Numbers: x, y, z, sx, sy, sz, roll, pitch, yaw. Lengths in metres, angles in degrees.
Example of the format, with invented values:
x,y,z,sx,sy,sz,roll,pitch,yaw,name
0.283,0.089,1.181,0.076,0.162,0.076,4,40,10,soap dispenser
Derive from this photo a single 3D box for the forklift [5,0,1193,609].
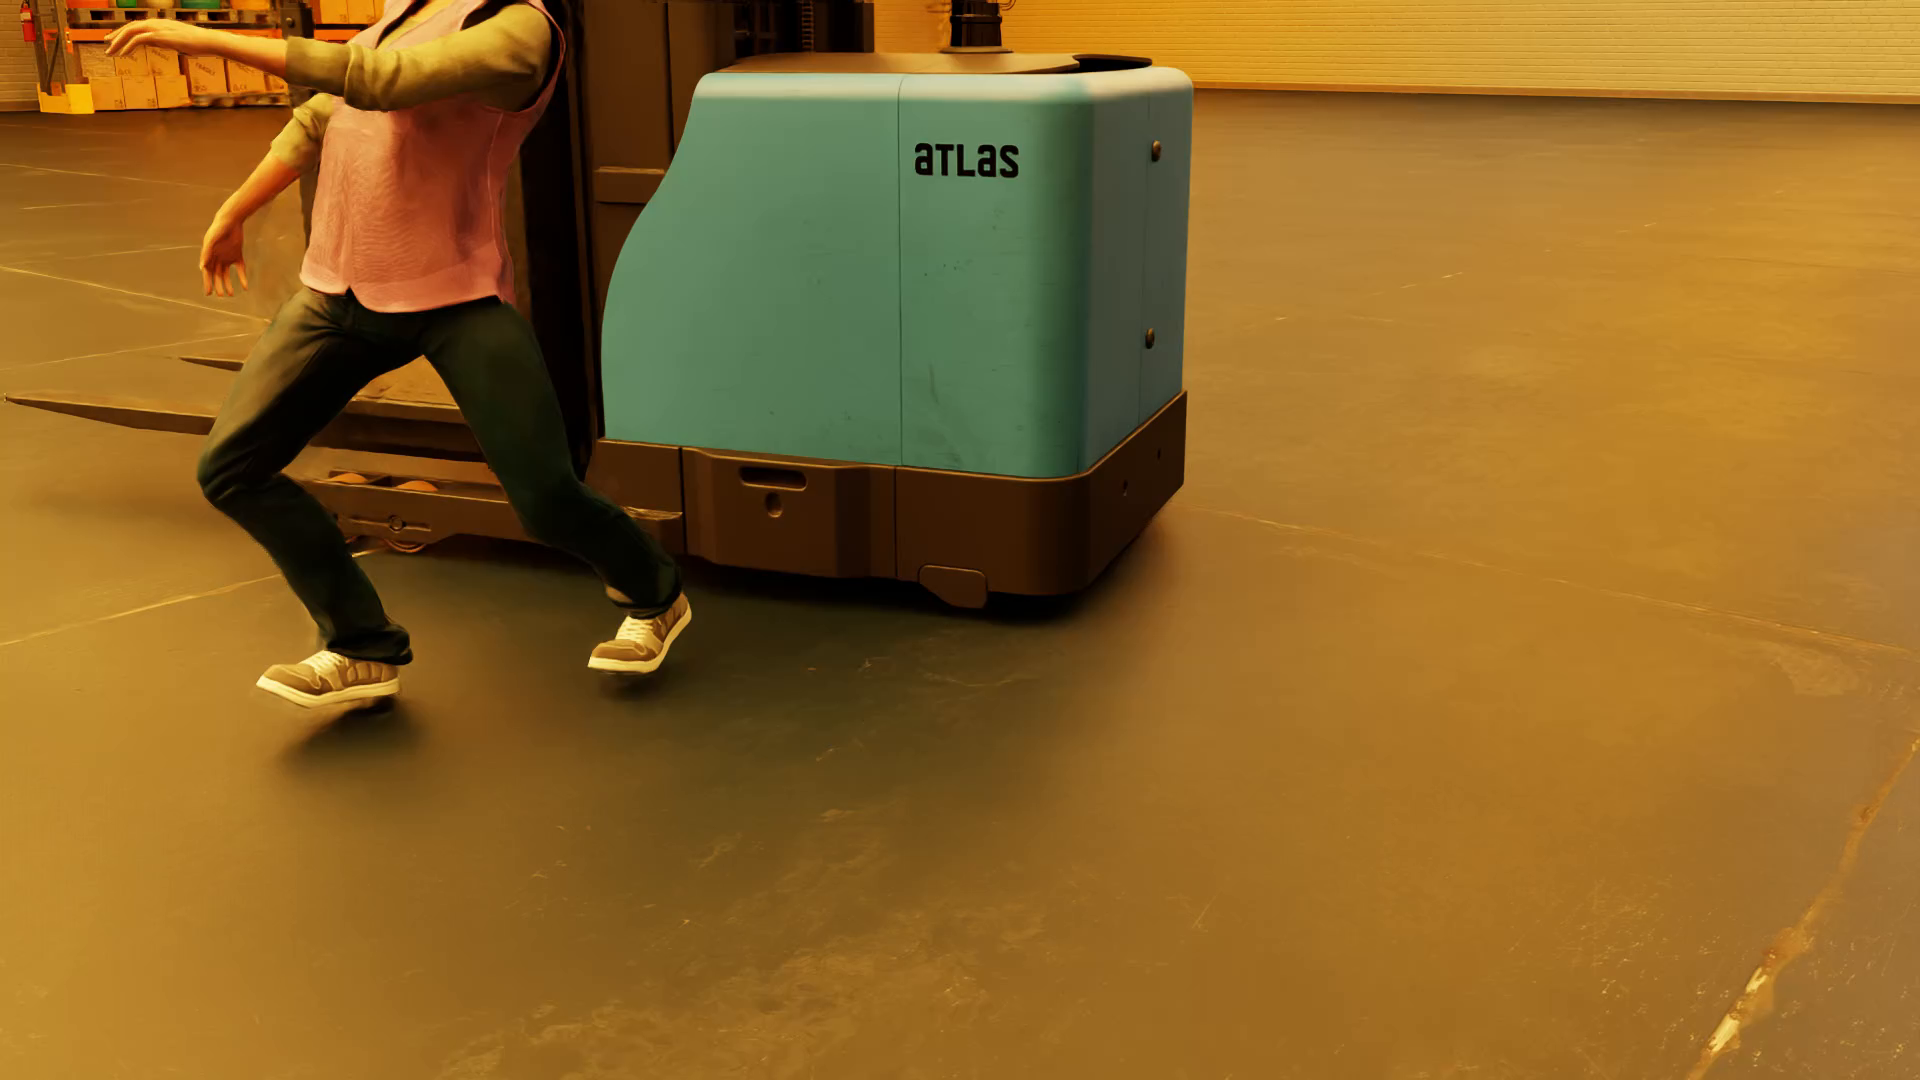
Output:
x,y,z,sx,sy,sz,roll,pitch,yaw,name
-1.012,-1.508,3.863,3.031,2.935,1.130,6,18,19,forklift

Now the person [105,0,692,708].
x,y,z,sx,sy,sz,roll,pitch,yaw,name
-0.951,-0.399,2.751,0.729,1.420,0.790,7,18,23,person
